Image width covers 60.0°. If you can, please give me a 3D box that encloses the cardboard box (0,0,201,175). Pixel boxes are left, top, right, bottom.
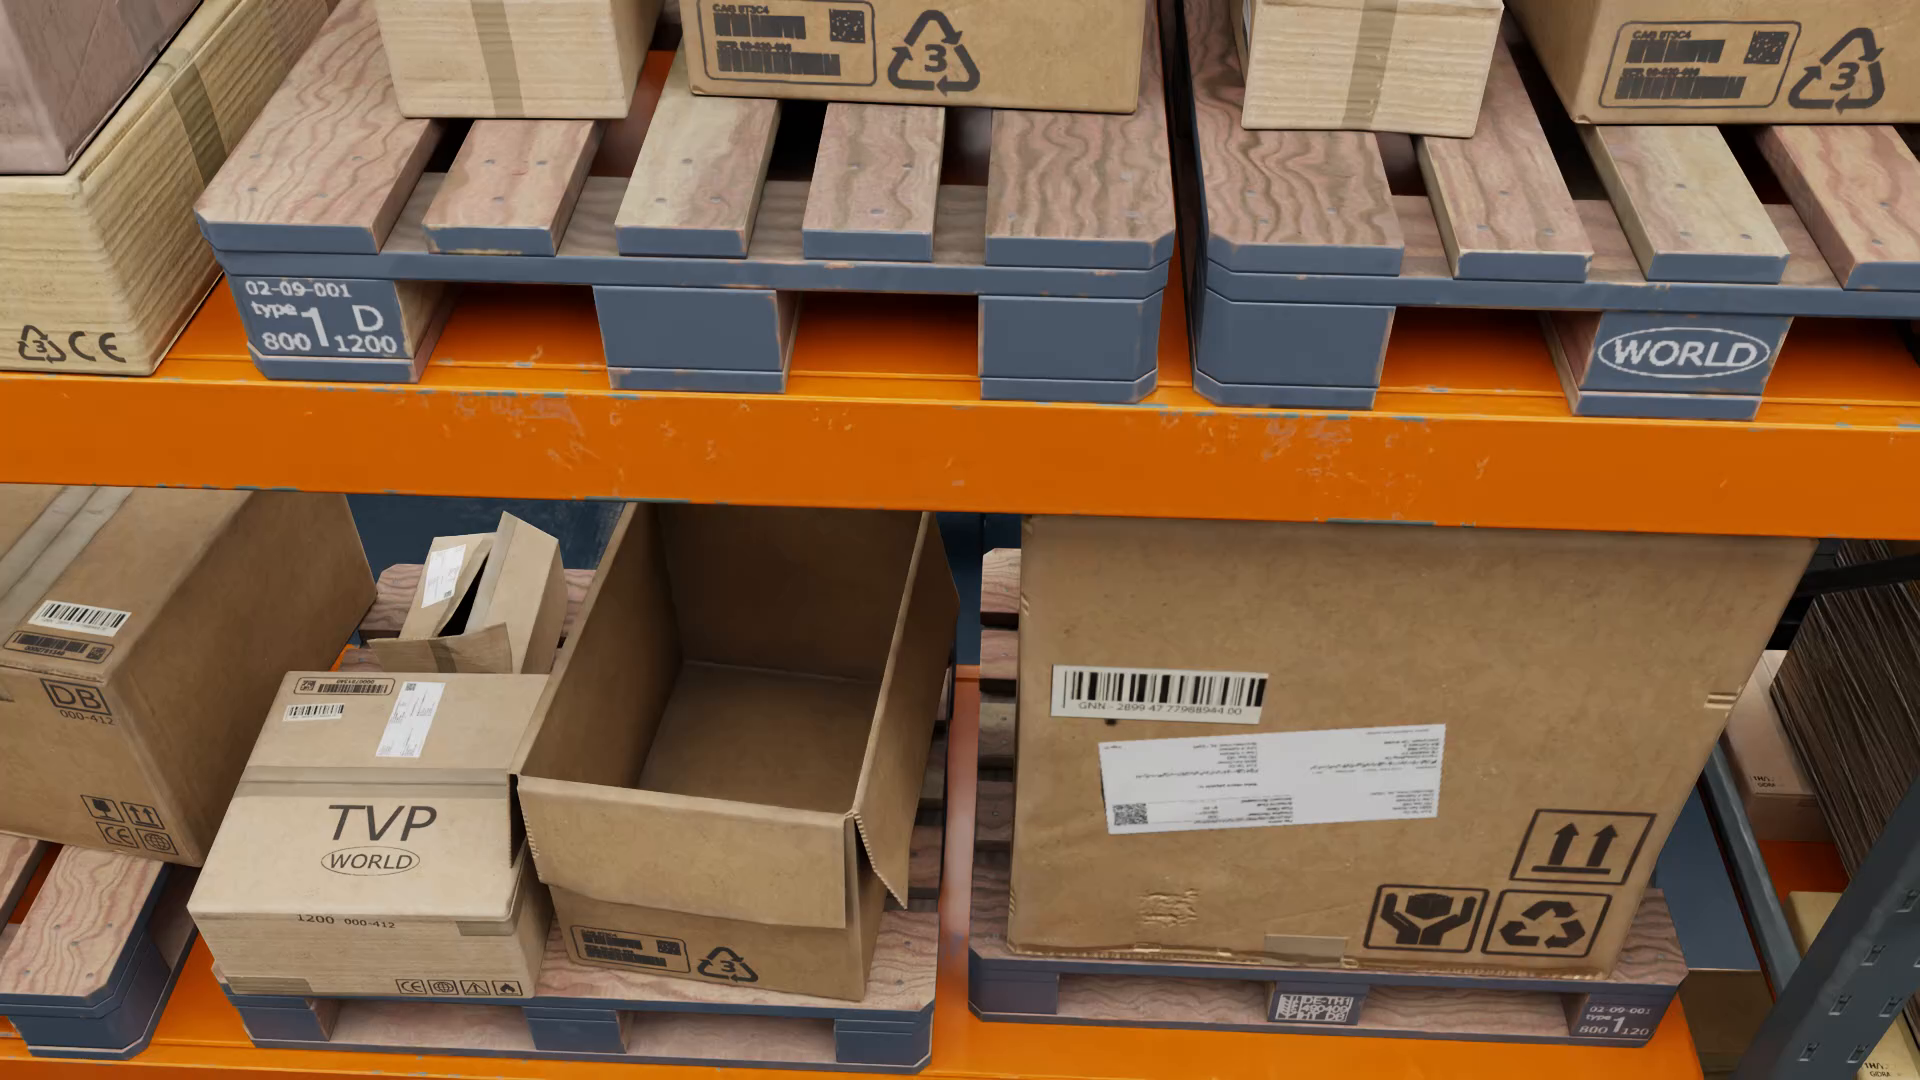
[{"bbox_3d":[-1.138,-0.718,1.679,0.500,0.500,0.500,1,43,1],"label":"cardboard box"}]

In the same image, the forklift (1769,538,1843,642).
[{"bbox_3d":[2.767,-1.070,4.749,3.031,2.935,1.130,0,43,0],"label":"forklift"}]

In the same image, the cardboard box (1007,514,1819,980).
[{"bbox_3d":[0.603,0.011,2.789,1.000,1.000,1.000,2,43,2],"label":"cardboard box"}]

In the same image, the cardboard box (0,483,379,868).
[{"bbox_3d":[-1.502,0.129,3.029,0.500,0.500,0.700,8,44,8],"label":"cardboard box"}]

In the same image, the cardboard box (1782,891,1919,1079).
[{"bbox_3d":[1.591,0.807,2.867,0.250,0.149,0.380,2,43,2],"label":"cardboard box"}]

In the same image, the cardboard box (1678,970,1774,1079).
[{"bbox_3d":[1.788,1.304,3.675,0.500,0.500,0.500,1,43,1],"label":"cardboard box"}]

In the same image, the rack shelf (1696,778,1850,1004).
[{"bbox_3d":[3.388,0.829,3.188,4.000,0.370,1.077,2,43,2],"label":"rack shelf"}]

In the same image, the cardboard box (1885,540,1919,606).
[{"bbox_3d":[1.852,-0.181,2.718,0.500,0.500,0.500,2,43,2],"label":"cardboard box"}]

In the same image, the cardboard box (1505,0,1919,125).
[{"bbox_3d":[0.925,-0.867,1.895,0.637,0.503,0.797,0,43,0],"label":"cardboard box"}]

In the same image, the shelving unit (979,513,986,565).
[{"bbox_3d":[-0.165,-0.444,5.346,0.503,1.200,0.258,2,43,2],"label":"shelving unit"}]

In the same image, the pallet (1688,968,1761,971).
[{"bbox_3d":[2.063,1.521,3.963,1.213,0.211,1.003,2,43,2],"label":"pallet"}]

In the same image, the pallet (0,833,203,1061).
[{"bbox_3d":[-1.889,0.401,3.260,1.003,0.211,1.213,2,43,2],"label":"pallet"}]

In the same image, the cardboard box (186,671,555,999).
[{"bbox_3d":[-0.942,0.490,2.825,0.500,0.250,0.500,1,43,1],"label":"cardboard box"}]

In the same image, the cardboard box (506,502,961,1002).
[{"bbox_3d":[-0.346,0.322,2.820,0.637,0.503,0.797,6,43,6],"label":"cardboard box"}]

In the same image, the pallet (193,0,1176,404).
[{"bbox_3d":[-0.258,-0.646,2.180,1.003,0.211,1.213,2,43,2],"label":"pallet"}]

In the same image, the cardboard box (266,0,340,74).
[{"bbox_3d":[-1.122,-0.791,2.307,0.500,0.250,0.500,3,43,3],"label":"cardboard box"}]

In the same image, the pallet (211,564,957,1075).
[{"bbox_3d":[-0.626,0.484,3.170,1.213,0.211,1.003,2,43,2],"label":"pallet"}]

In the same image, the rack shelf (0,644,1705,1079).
[{"bbox_3d":[-0.608,0.706,3.319,4.000,0.370,1.077,2,43,2],"label":"rack shelf"}]

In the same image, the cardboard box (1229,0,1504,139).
[{"bbox_3d":[0.447,-0.659,1.846,0.258,0.266,0.396,3,43,3],"label":"cardboard box"}]

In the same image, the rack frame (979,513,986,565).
[{"bbox_3d":[0.078,-0.437,5.338,0.015,1.200,0.240,2,43,2],"label":"rack frame"}]

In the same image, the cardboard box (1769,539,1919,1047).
[{"bbox_3d":[1.837,0.414,2.813,0.500,0.500,0.875,2,43,2],"label":"cardboard box"}]

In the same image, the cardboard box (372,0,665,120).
[{"bbox_3d":[-0.487,-0.651,1.911,0.250,0.166,0.380,1,43,1],"label":"cardboard box"}]

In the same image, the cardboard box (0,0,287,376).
[{"bbox_3d":[-1.121,-0.448,1.940,0.500,0.250,0.500,3,43,3],"label":"cardboard box"}]

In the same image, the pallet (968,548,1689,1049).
[{"bbox_3d":[0.633,0.452,3.205,1.213,0.211,1.003,2,43,2],"label":"pallet"}]

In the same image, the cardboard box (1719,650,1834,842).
[{"bbox_3d":[1.618,0.402,3.302,0.250,0.149,0.380,2,43,2],"label":"cardboard box"}]

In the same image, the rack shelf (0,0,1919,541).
[{"bbox_3d":[-0.608,-0.392,2.297,4.000,0.370,1.077,2,43,2],"label":"rack shelf"}]

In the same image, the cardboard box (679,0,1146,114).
[{"bbox_3d":[-0.016,-0.895,1.926,0.637,0.503,0.797,3,43,4],"label":"cardboard box"}]

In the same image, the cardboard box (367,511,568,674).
[{"bbox_3d":[-0.928,0.144,3.185,0.258,0.266,0.396,1,43,1],"label":"cardboard box"}]

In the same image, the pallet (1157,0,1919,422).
[{"bbox_3d":[0.778,-0.616,2.148,1.003,0.211,1.213,2,43,2],"label":"pallet"}]

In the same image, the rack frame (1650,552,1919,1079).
[{"bbox_3d":[1.390,0.504,3.008,0.127,3.000,1.000,2,43,2],"label":"rack frame"}]
